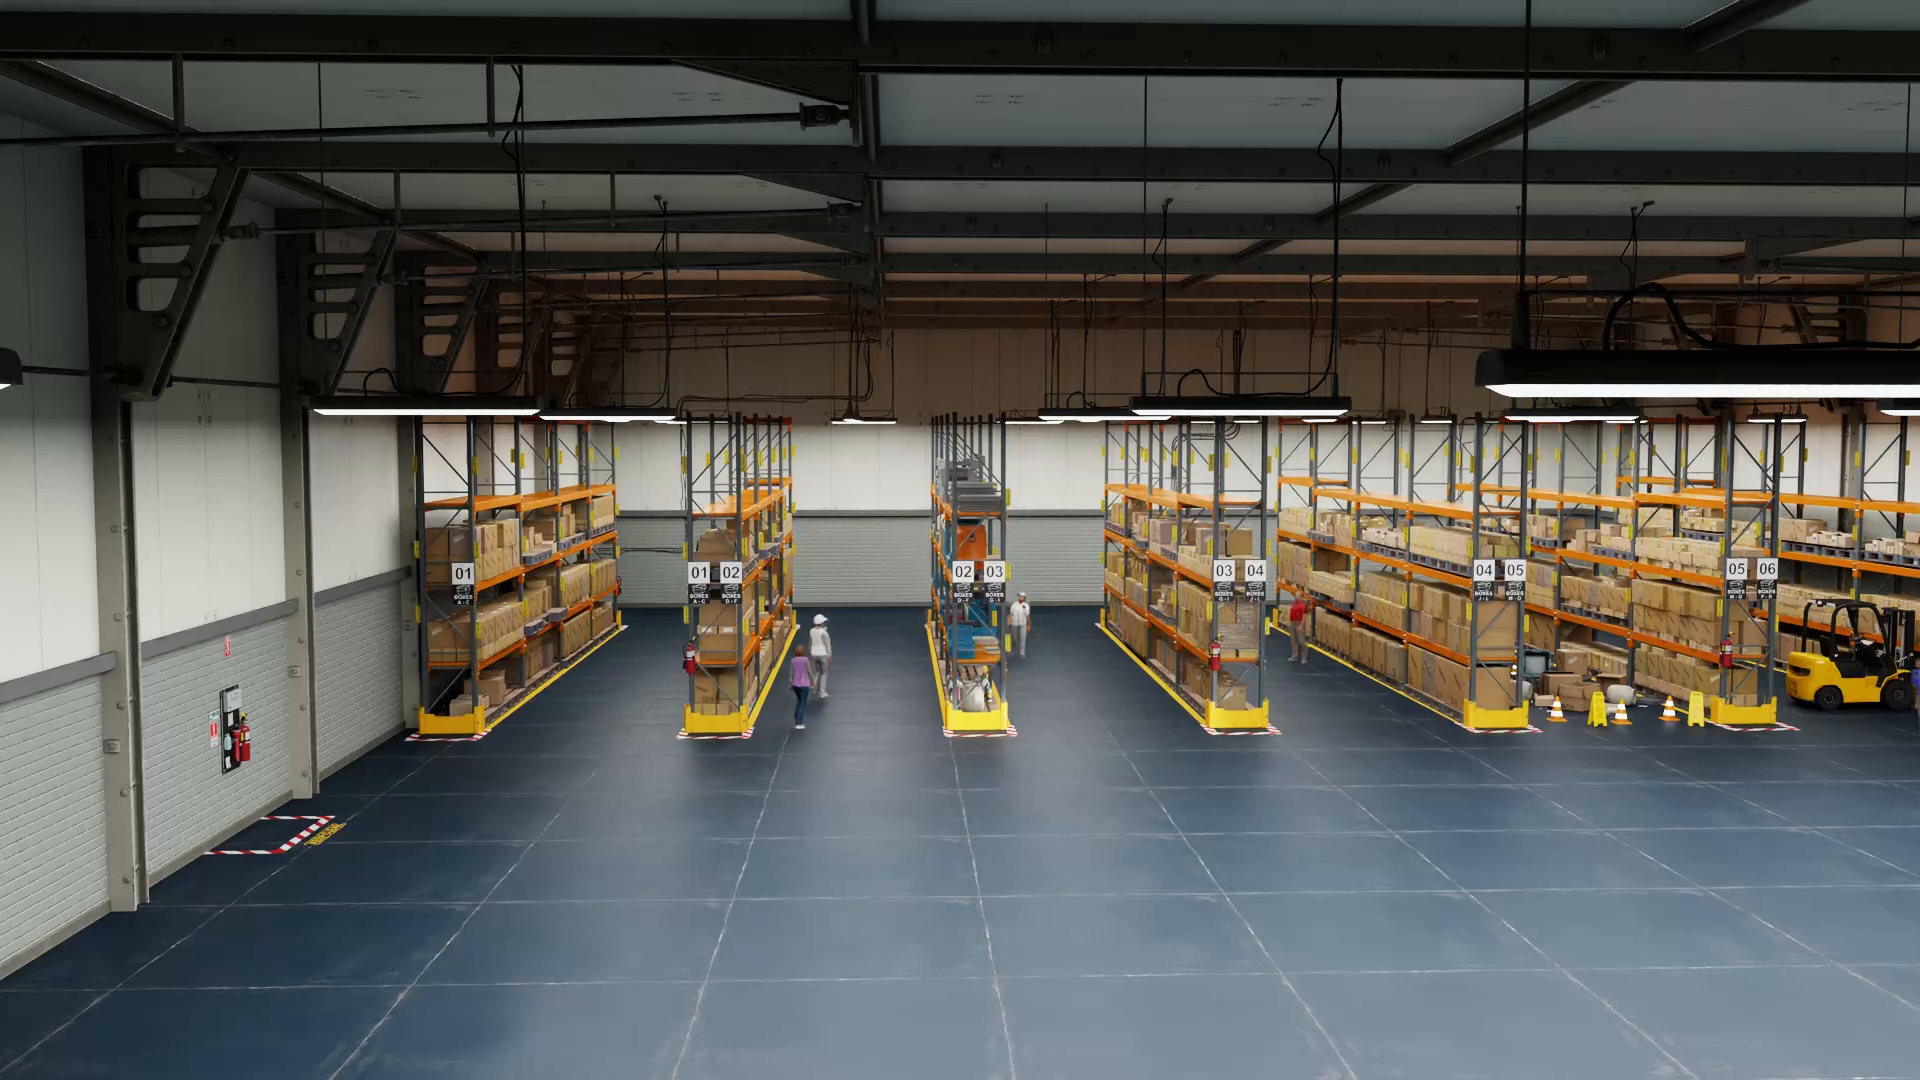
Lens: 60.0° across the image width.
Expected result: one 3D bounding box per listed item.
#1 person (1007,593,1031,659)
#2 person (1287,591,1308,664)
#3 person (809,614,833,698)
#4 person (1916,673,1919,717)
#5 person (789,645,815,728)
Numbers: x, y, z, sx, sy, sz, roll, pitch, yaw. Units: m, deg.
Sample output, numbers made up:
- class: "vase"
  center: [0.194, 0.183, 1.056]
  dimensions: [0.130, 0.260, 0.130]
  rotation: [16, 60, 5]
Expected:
- class: "person"
  center: [1.455, 2.114, 41.230]
  dimensions: [0.611, 1.607, 0.927]
  rotation: [0, 4, 1]
- class: "person"
  center: [8.227, 2.132, 40.457]
  dimensions: [0.404, 1.768, 0.550]
  rotation: [-3, 5, -35]
- class: "person"
  center: [-2.946, 2.438, 35.050]
  dimensions: [0.551, 1.764, 0.481]
  rotation: [3, 5, 33]
- class: "person"
  center: [17.231, 2.884, 29.544]
  dimensions: [0.392, 1.665, 0.557]
  rotation: [-2, 4, -24]
- class: "person"
  center: [-3.002, 2.784, 31.482]
  dimensions: [0.449, 1.621, 0.463]
  rotation: [2, 4, 29]
